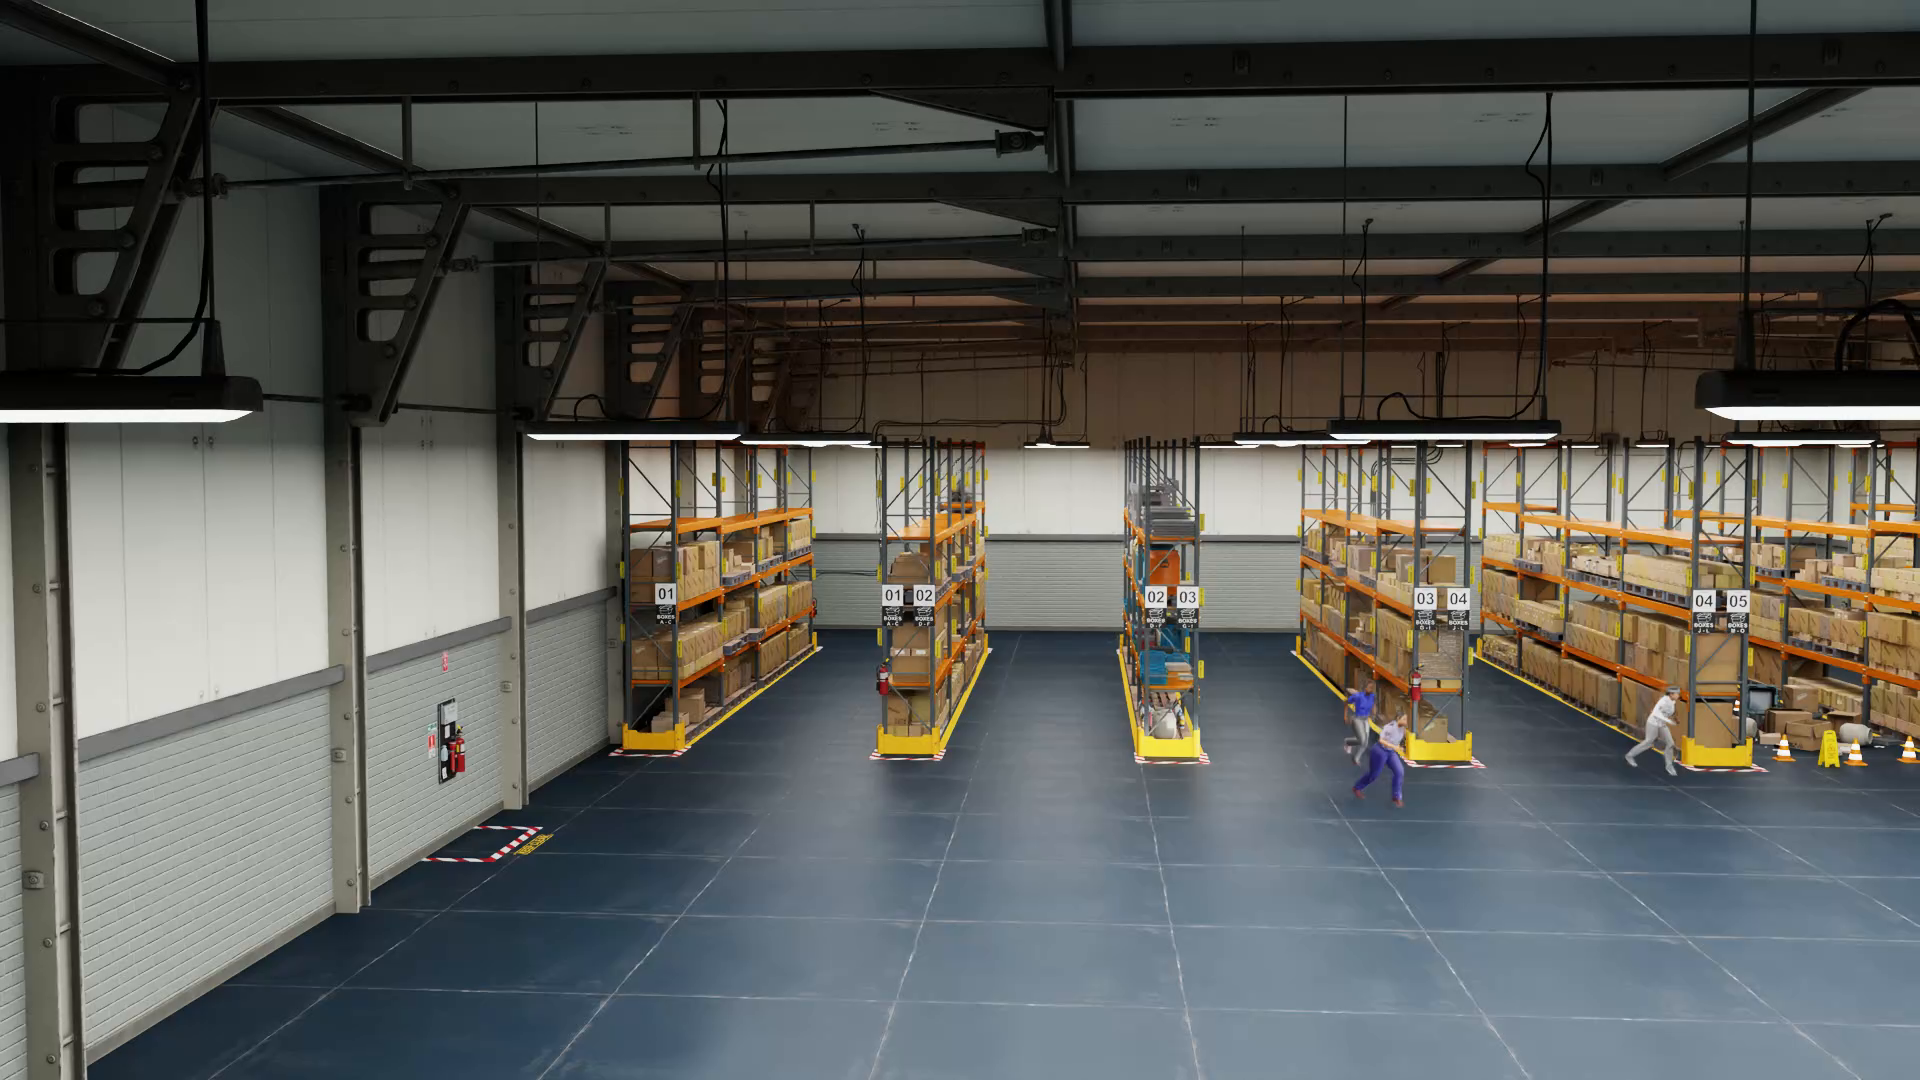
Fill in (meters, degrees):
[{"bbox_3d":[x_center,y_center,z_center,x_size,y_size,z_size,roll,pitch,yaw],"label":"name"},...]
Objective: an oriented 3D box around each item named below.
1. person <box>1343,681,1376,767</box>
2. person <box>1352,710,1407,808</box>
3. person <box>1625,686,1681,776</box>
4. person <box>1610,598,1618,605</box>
[{"bbox_3d":[7.284,3.332,30.279,0.547,1.587,0.697,-2,4,-30],"label":"person"},{"bbox_3d":[6.821,3.526,26.988,0.960,1.612,0.649,3,4,42],"label":"person"},{"bbox_3d":[12.359,3.364,29.656,0.968,1.627,0.657,3,4,44],"label":"person"},{"bbox_3d":[18.938,2.323,48.259,0.891,1.588,0.534,0,3,-9],"label":"person"}]
